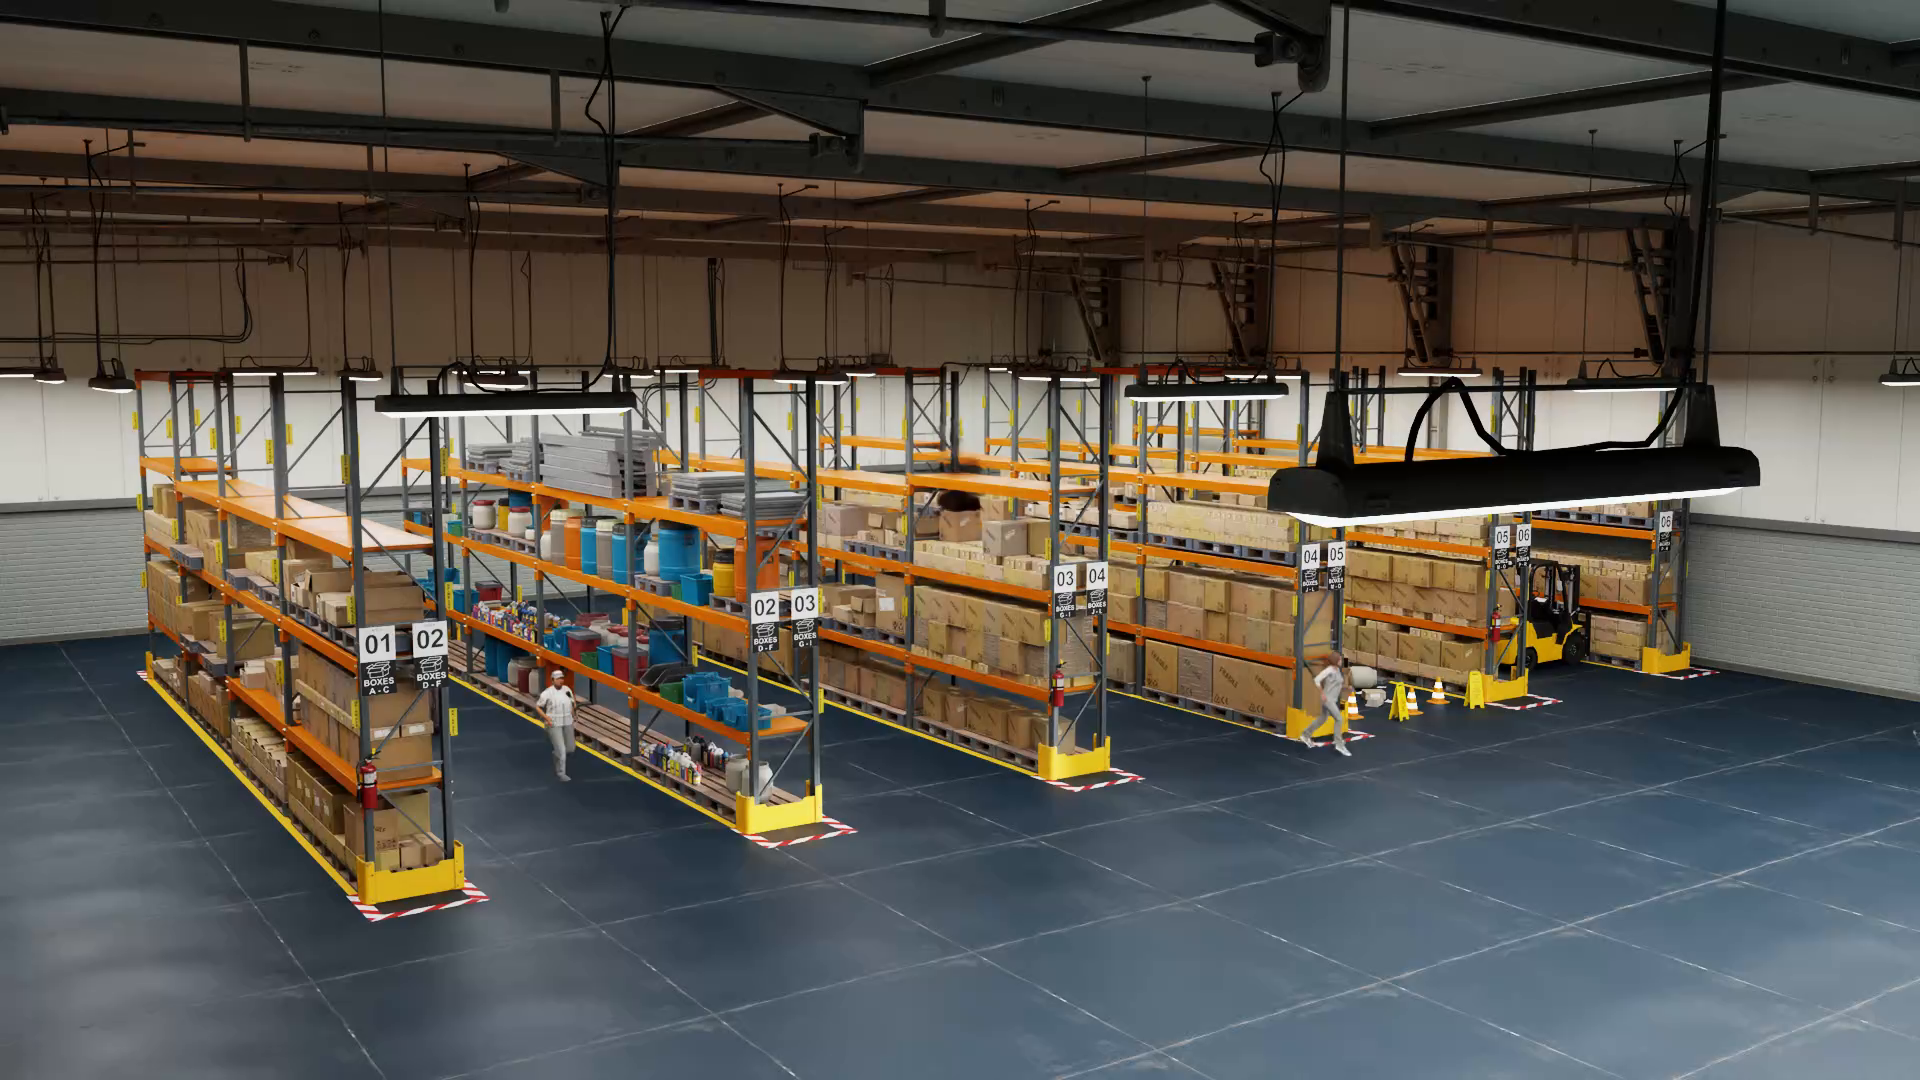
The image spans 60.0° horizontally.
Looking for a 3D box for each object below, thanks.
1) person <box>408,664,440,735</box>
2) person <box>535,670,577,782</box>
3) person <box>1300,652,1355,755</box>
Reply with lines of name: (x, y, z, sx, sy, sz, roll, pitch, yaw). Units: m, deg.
person: (-8.823, 2.379, 27.645, 0.767, 1.691, 0.676, 6, 9, 41)
person: (-5.984, 2.739, 24.730, 0.613, 1.620, 0.688, -5, 8, -40)
person: (5.821, 2.570, 26.361, 0.840, 1.615, 0.484, 2, 7, 20)
